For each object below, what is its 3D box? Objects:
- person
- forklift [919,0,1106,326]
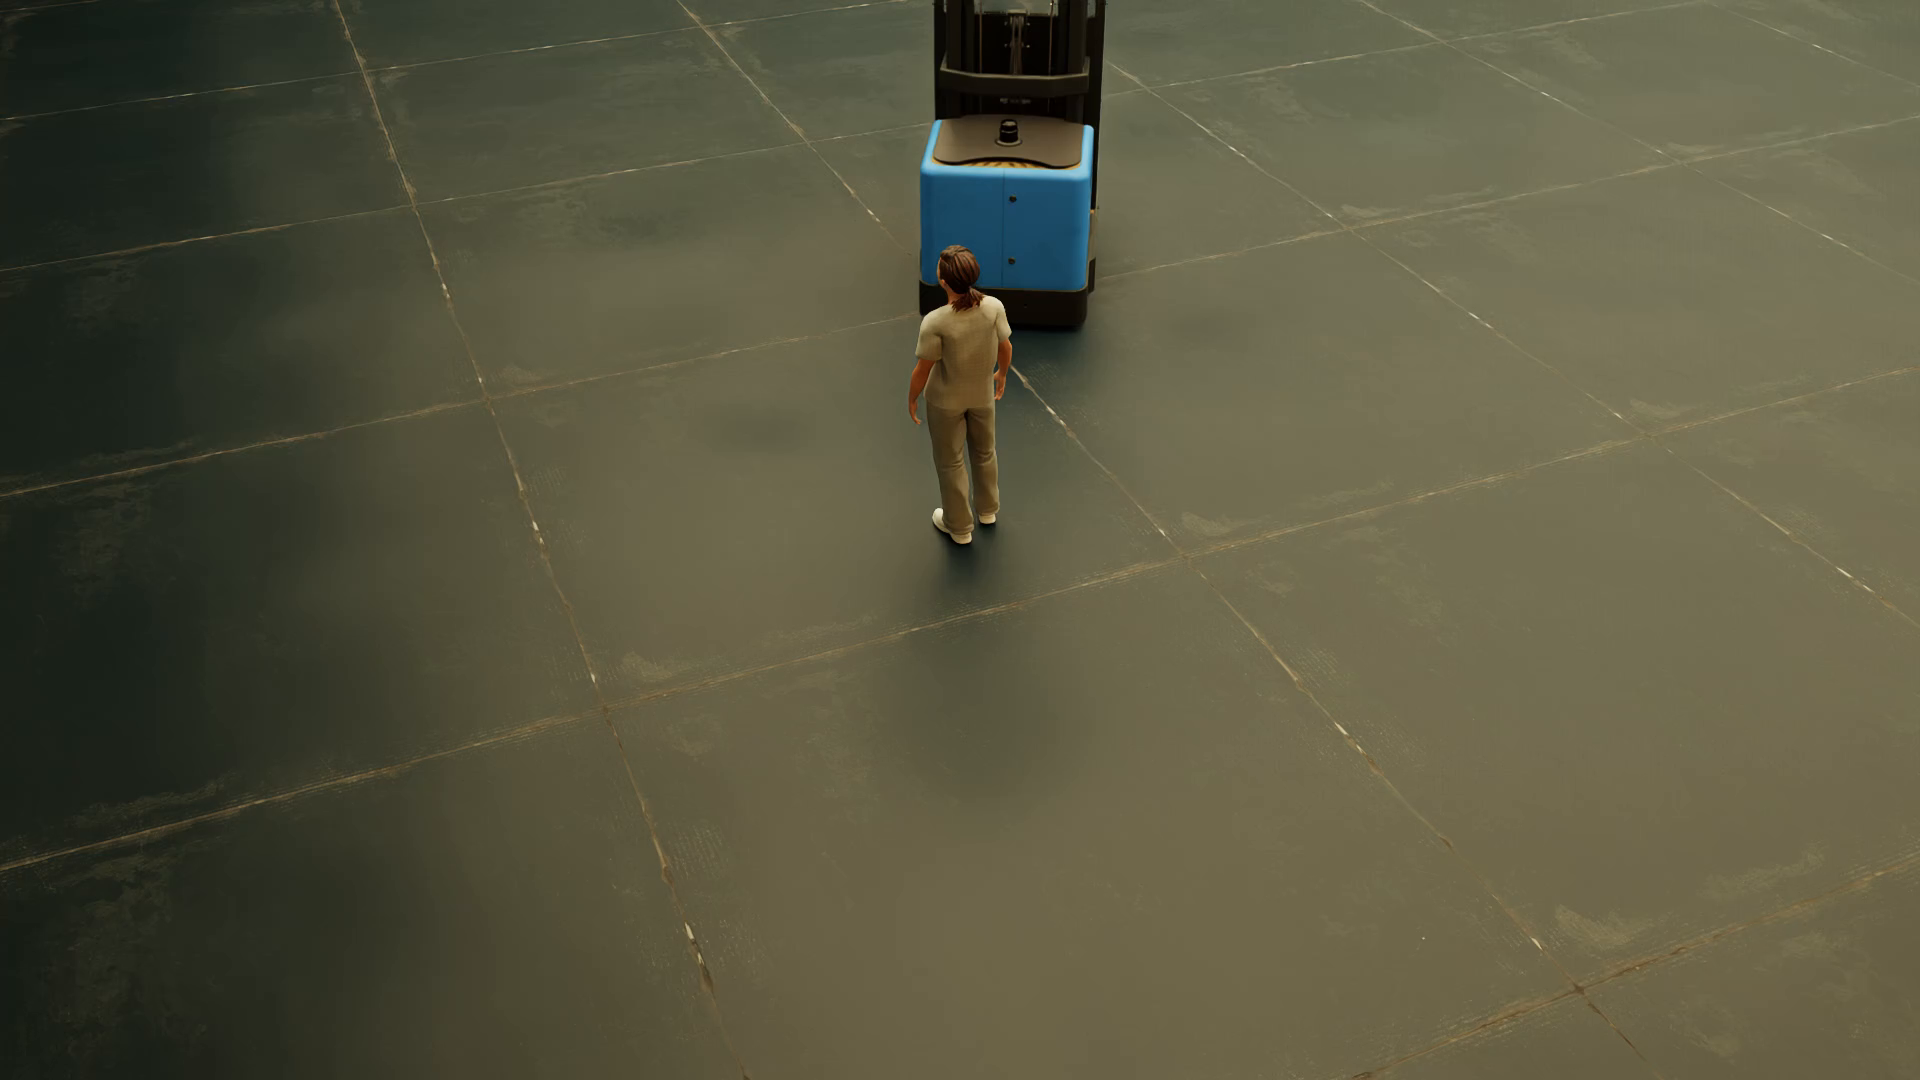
[{"bbox_3d":[-0.016,-0.732,8.198,0.549,1.673,0.548,-14,38,-19],"label":"person"},{"bbox_3d":[0.402,-3.368,10.834,1.130,2.935,3.031,3,36,4],"label":"forklift"}]
